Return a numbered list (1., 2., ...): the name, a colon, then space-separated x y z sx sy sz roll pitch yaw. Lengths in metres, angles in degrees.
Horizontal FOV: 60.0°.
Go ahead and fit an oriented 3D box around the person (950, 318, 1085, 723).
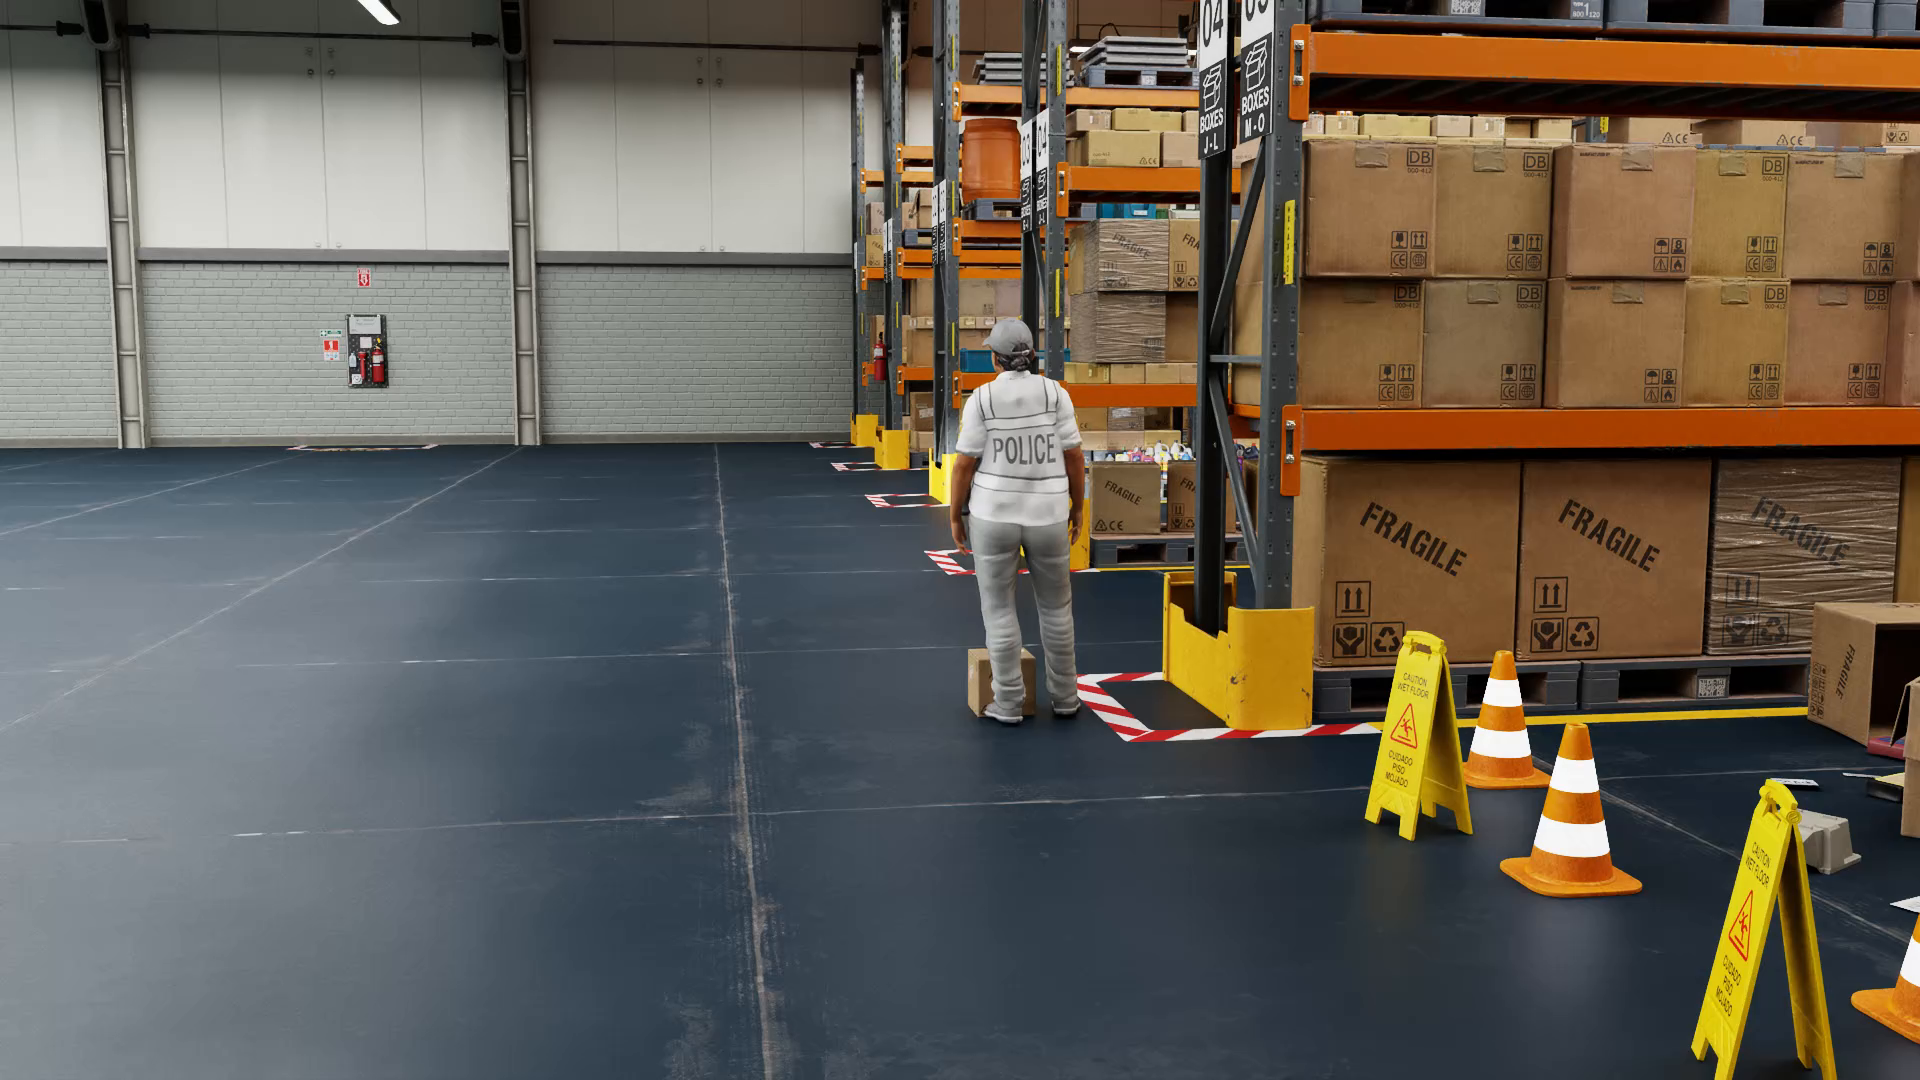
1. person: 0.246 -0.079 6.913 0.599 1.671 0.529 -1 7 -7
